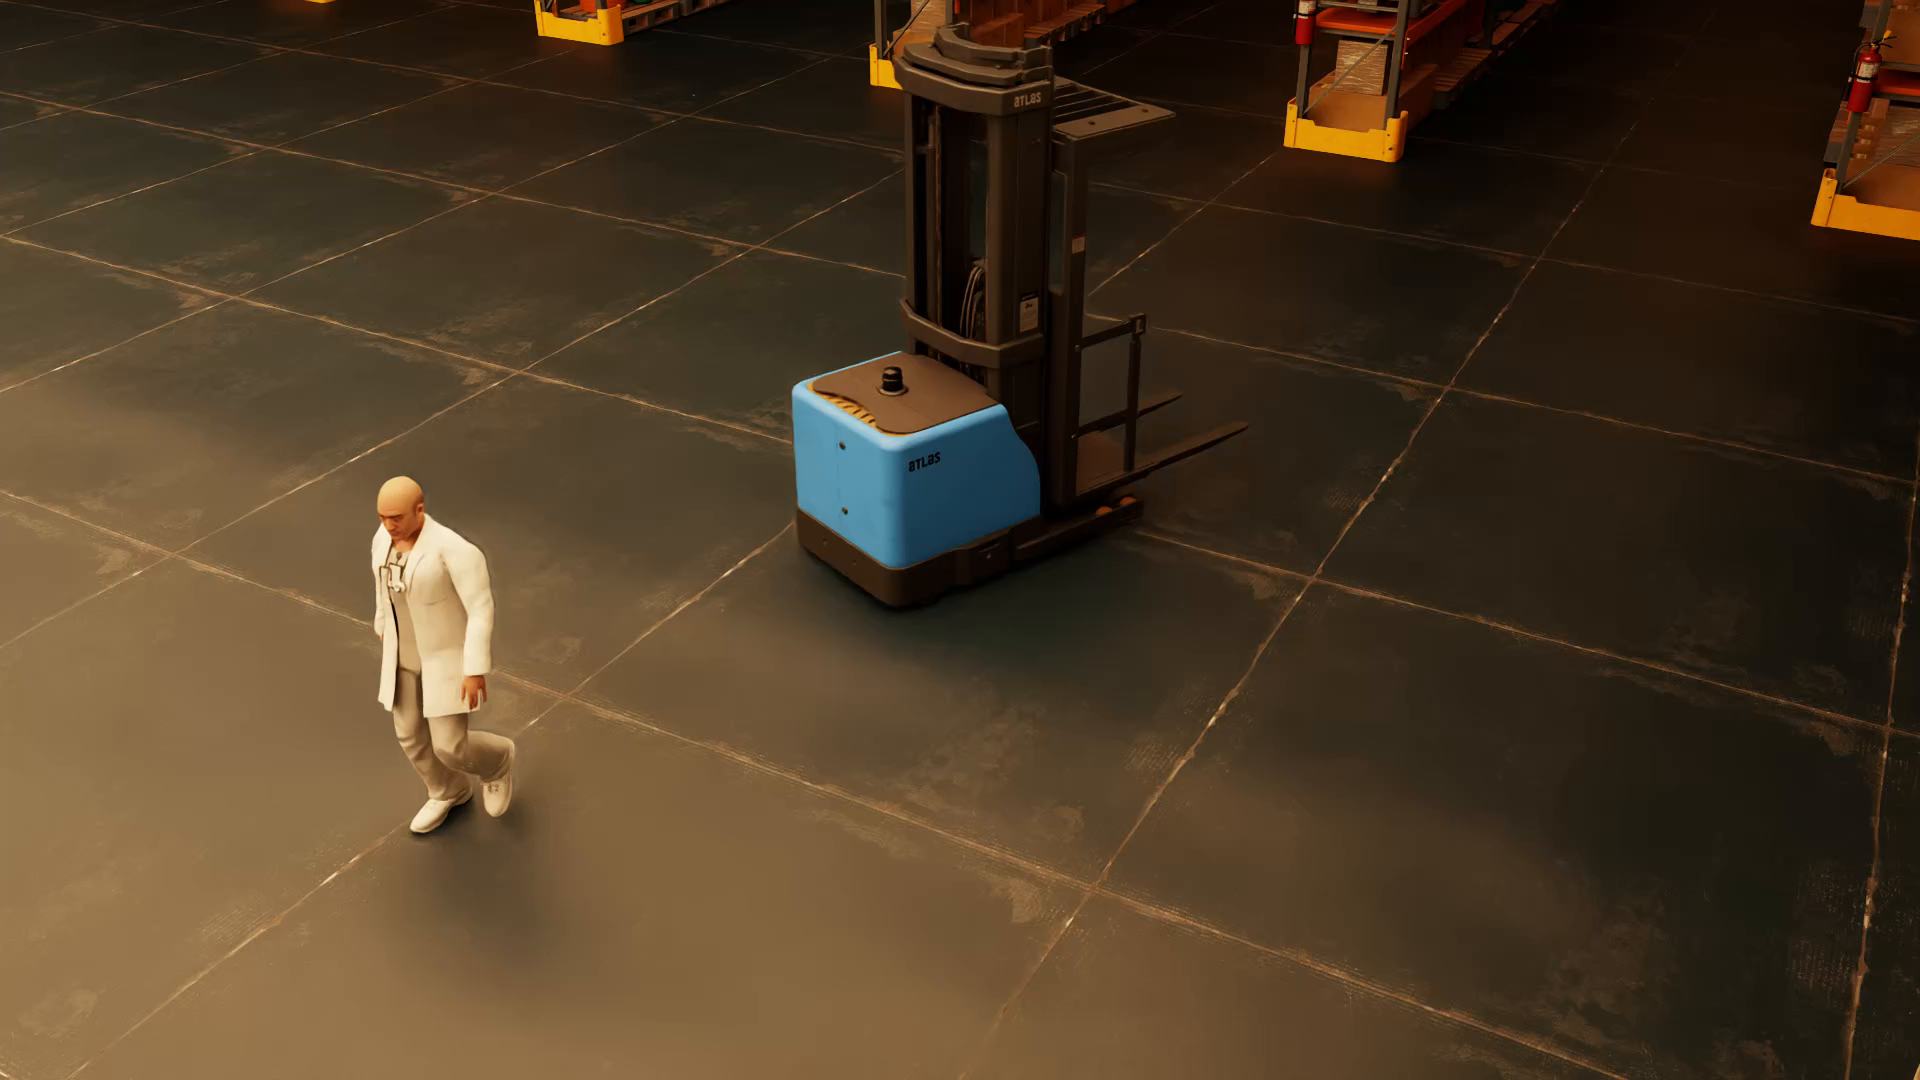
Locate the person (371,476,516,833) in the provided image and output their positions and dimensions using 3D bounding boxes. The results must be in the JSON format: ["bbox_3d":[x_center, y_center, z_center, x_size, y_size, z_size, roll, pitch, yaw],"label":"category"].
[{"bbox_3d":[-2.330,0.512,7.359,0.782,1.758,0.525,12,32,19],"label":"person"}]

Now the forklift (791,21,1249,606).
[{"bbox_3d":[0.501,-1.491,9.655,3.031,2.935,1.130,-22,36,-33],"label":"forklift"}]
